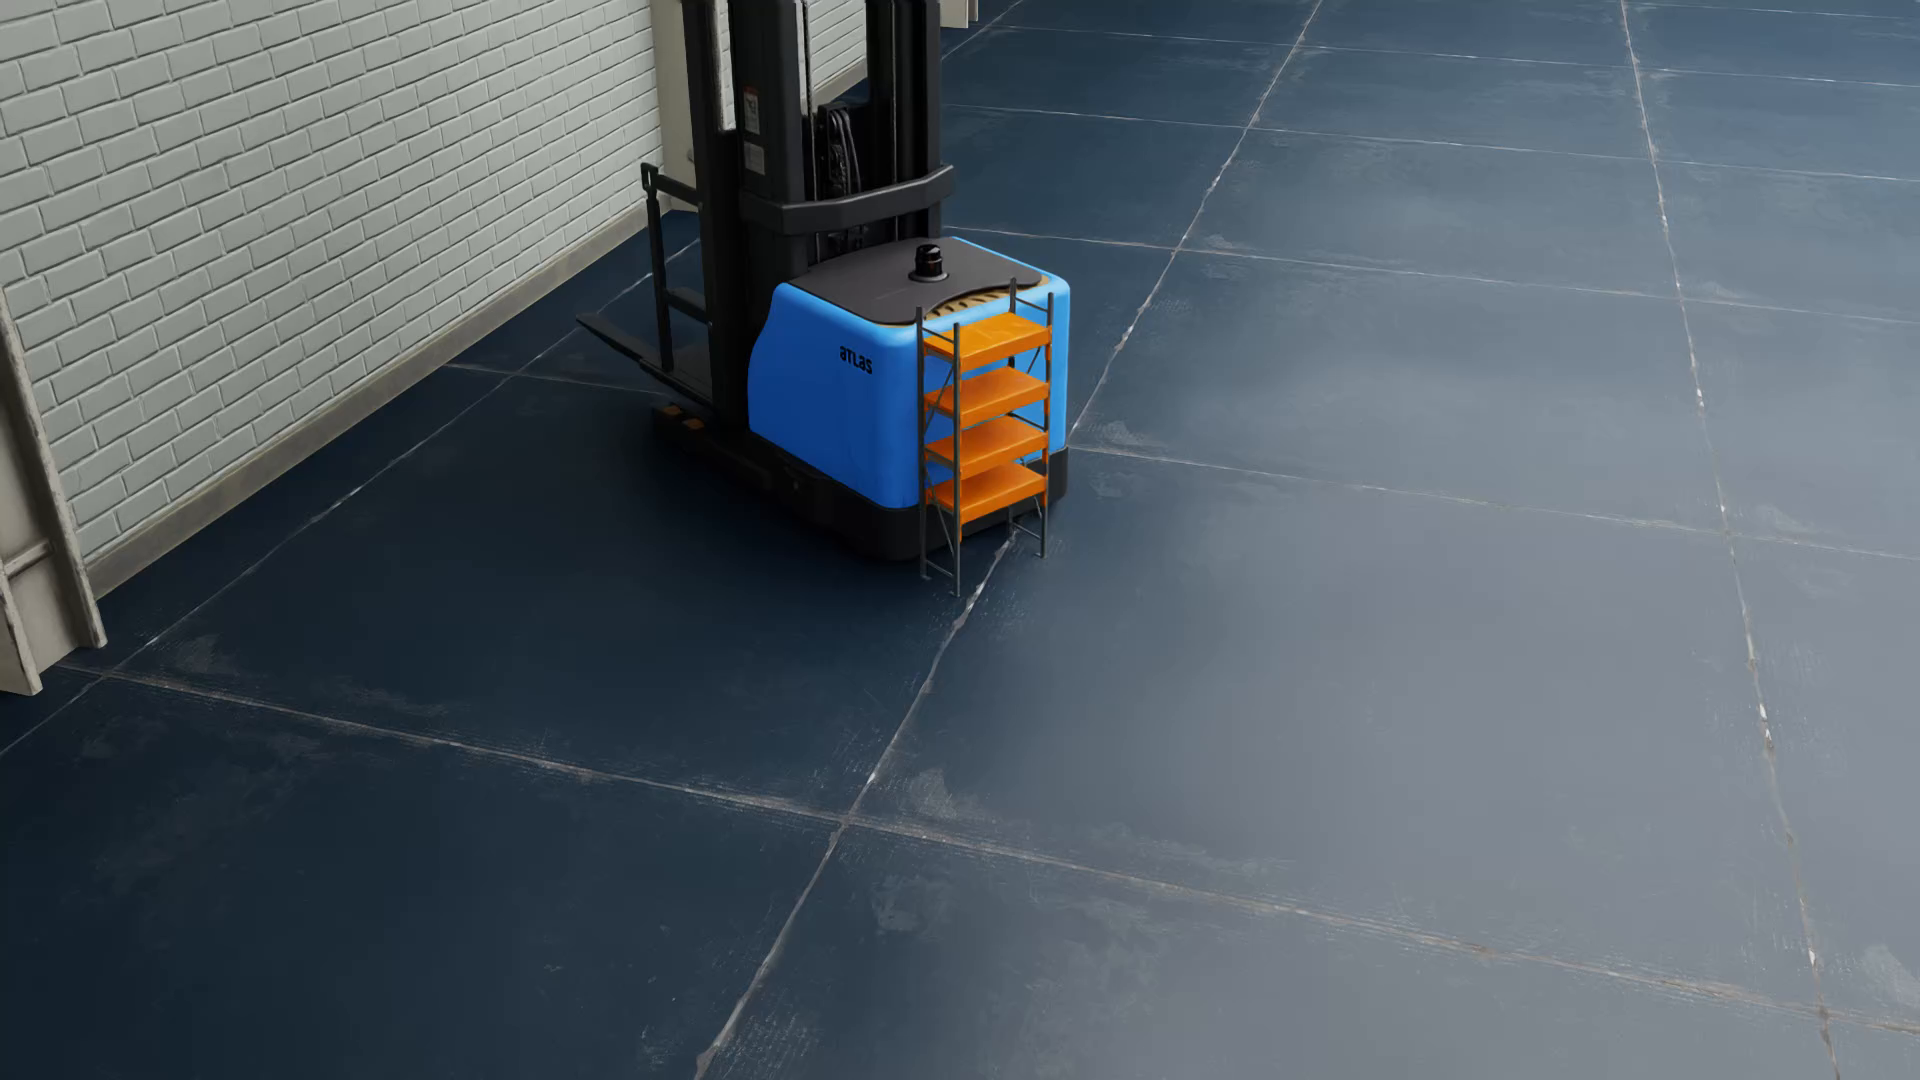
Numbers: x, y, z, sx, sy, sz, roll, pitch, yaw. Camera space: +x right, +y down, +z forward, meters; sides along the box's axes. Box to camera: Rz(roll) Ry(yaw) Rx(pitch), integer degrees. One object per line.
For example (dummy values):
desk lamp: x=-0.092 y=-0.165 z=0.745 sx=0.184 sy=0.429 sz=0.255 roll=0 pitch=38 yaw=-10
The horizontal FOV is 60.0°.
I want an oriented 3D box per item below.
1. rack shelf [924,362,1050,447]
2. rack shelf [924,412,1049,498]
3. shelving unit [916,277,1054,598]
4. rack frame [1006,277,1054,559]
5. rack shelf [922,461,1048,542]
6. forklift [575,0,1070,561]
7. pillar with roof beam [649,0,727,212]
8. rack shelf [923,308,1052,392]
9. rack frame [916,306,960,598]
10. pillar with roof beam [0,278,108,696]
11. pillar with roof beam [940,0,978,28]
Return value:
rack shelf: x=0.101 y=-0.547 z=6.677 sx=0.480 sy=0.148 sz=0.258 roll=-23 pitch=36 yaw=-35
rack shelf: x=0.101 y=-0.351 z=6.786 sx=0.480 sy=0.148 sz=0.258 roll=-23 pitch=36 yaw=-35
shelving unit: x=0.101 y=-0.410 z=6.753 sx=0.503 sy=1.200 sz=0.258 roll=-23 pitch=36 yaw=-35
rack frame: x=0.286 y=-0.487 z=6.892 sx=0.015 sy=1.200 sz=0.240 roll=-23 pitch=36 yaw=-35
rack shelf: x=0.101 y=-0.178 z=6.882 sx=0.480 sy=0.148 sz=0.258 roll=-23 pitch=36 yaw=-35
forklift: x=-0.849 y=-1.836 z=7.536 sx=1.130 sy=2.935 sz=3.031 roll=-22 pitch=36 yaw=-34
pillar with roof beam: x=2.328 y=-5.638 z=8.128 sx=9.100 sy=9.000 sz=0.400 roll=8 pitch=30 yaw=15
rack shelf: x=0.101 y=-0.753 z=6.562 sx=0.480 sy=0.148 sz=0.258 roll=-23 pitch=36 yaw=-35
rack frame: x=-0.084 y=-0.333 z=6.614 sx=0.015 sy=1.200 sz=0.240 roll=-23 pitch=36 yaw=-35
pillar with roof beam: x=0.567 y=-2.850 z=3.116 sx=9.100 sy=9.000 sz=0.400 roll=8 pitch=30 yaw=15
pillar with roof beam: x=4.089 y=-8.426 z=13.140 sx=9.100 sy=9.000 sz=0.400 roll=8 pitch=30 yaw=15
